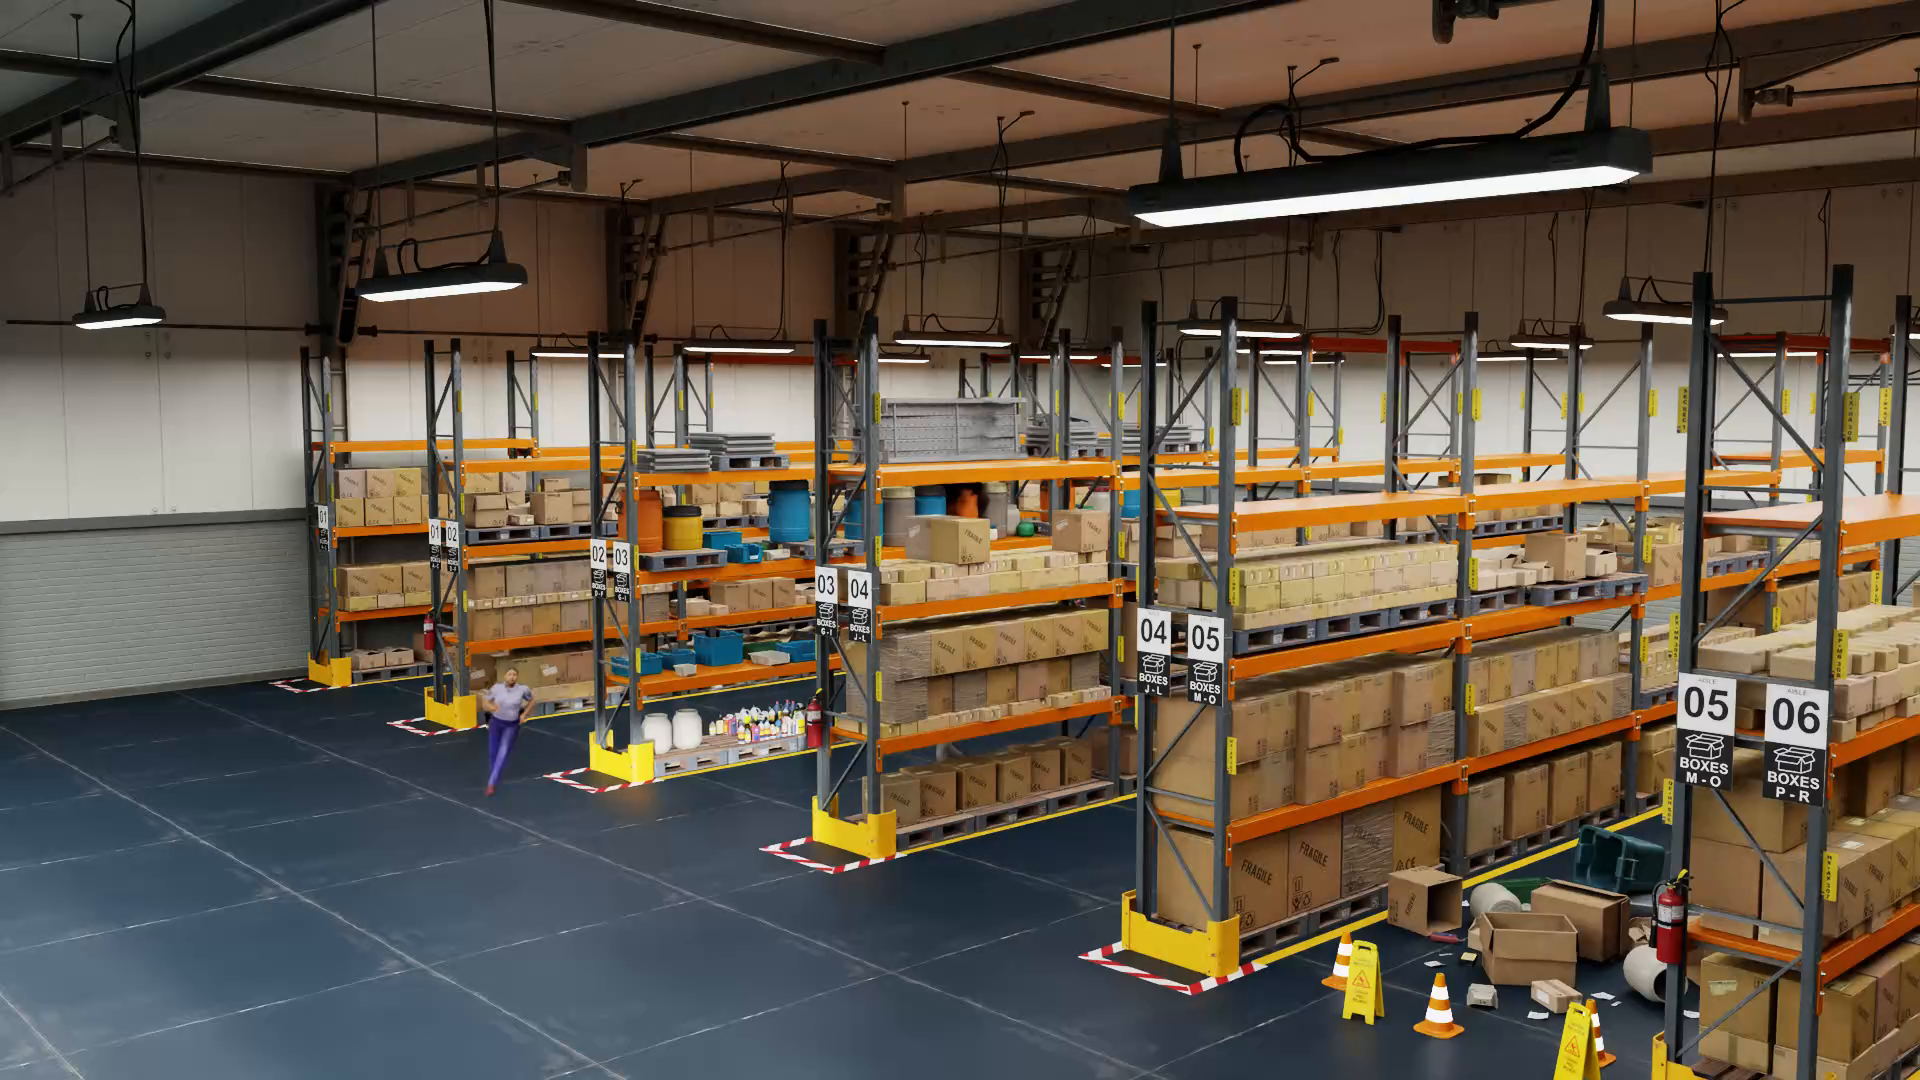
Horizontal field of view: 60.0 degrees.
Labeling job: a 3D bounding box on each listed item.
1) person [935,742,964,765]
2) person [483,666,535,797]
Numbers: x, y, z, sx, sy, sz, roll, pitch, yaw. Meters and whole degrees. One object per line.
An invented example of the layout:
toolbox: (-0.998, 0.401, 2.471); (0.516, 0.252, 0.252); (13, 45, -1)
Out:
person: (-0.186, 2.374, 22.039); (0.612, 1.653, 0.894); (4, 7, 40)
person: (-5.905, 2.454, 21.716); (0.645, 1.642, 0.880); (0, 5, -2)
